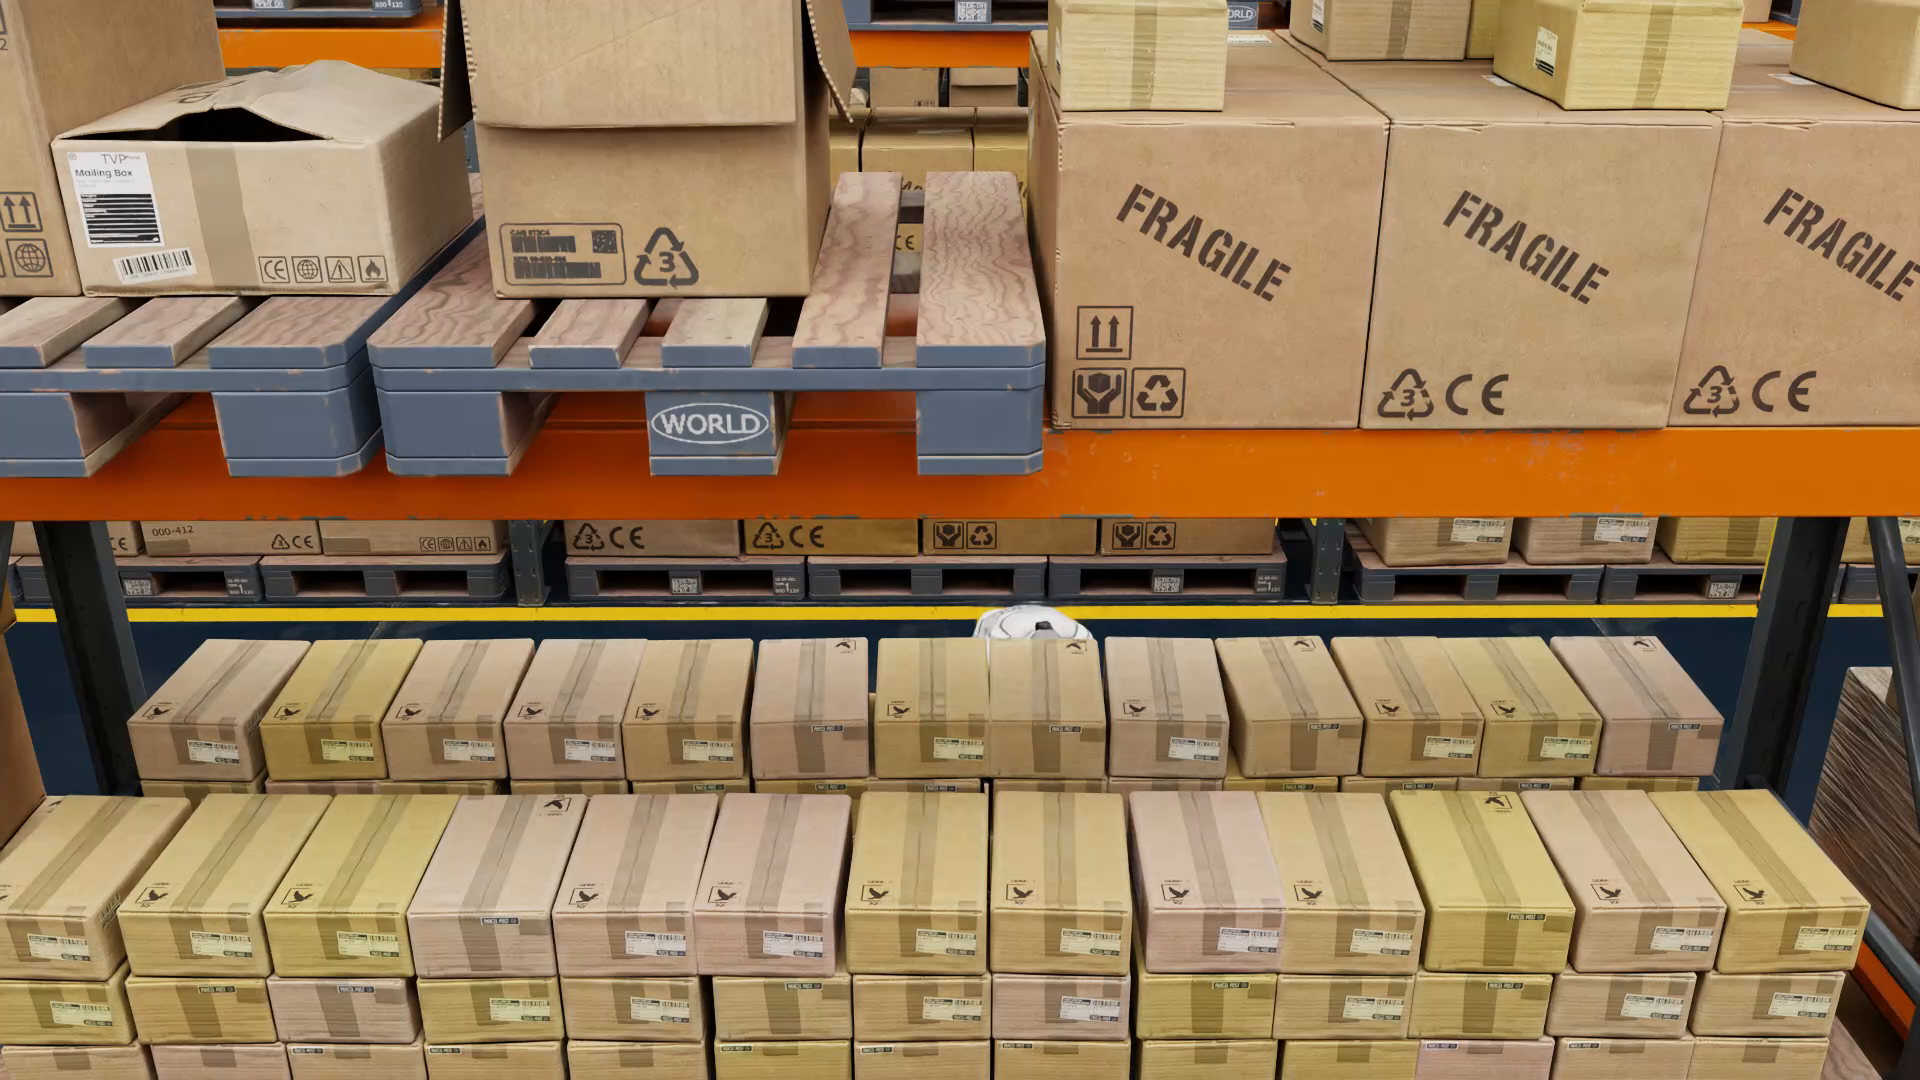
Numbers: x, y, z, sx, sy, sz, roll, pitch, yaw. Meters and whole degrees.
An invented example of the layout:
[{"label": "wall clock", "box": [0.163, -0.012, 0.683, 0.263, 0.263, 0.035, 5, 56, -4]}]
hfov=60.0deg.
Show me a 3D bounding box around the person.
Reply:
[{"label": "person", "box": [0.284, 0.597, 6.797, 0.517, 0.837, 0.867, 0, 24, 0]}]
